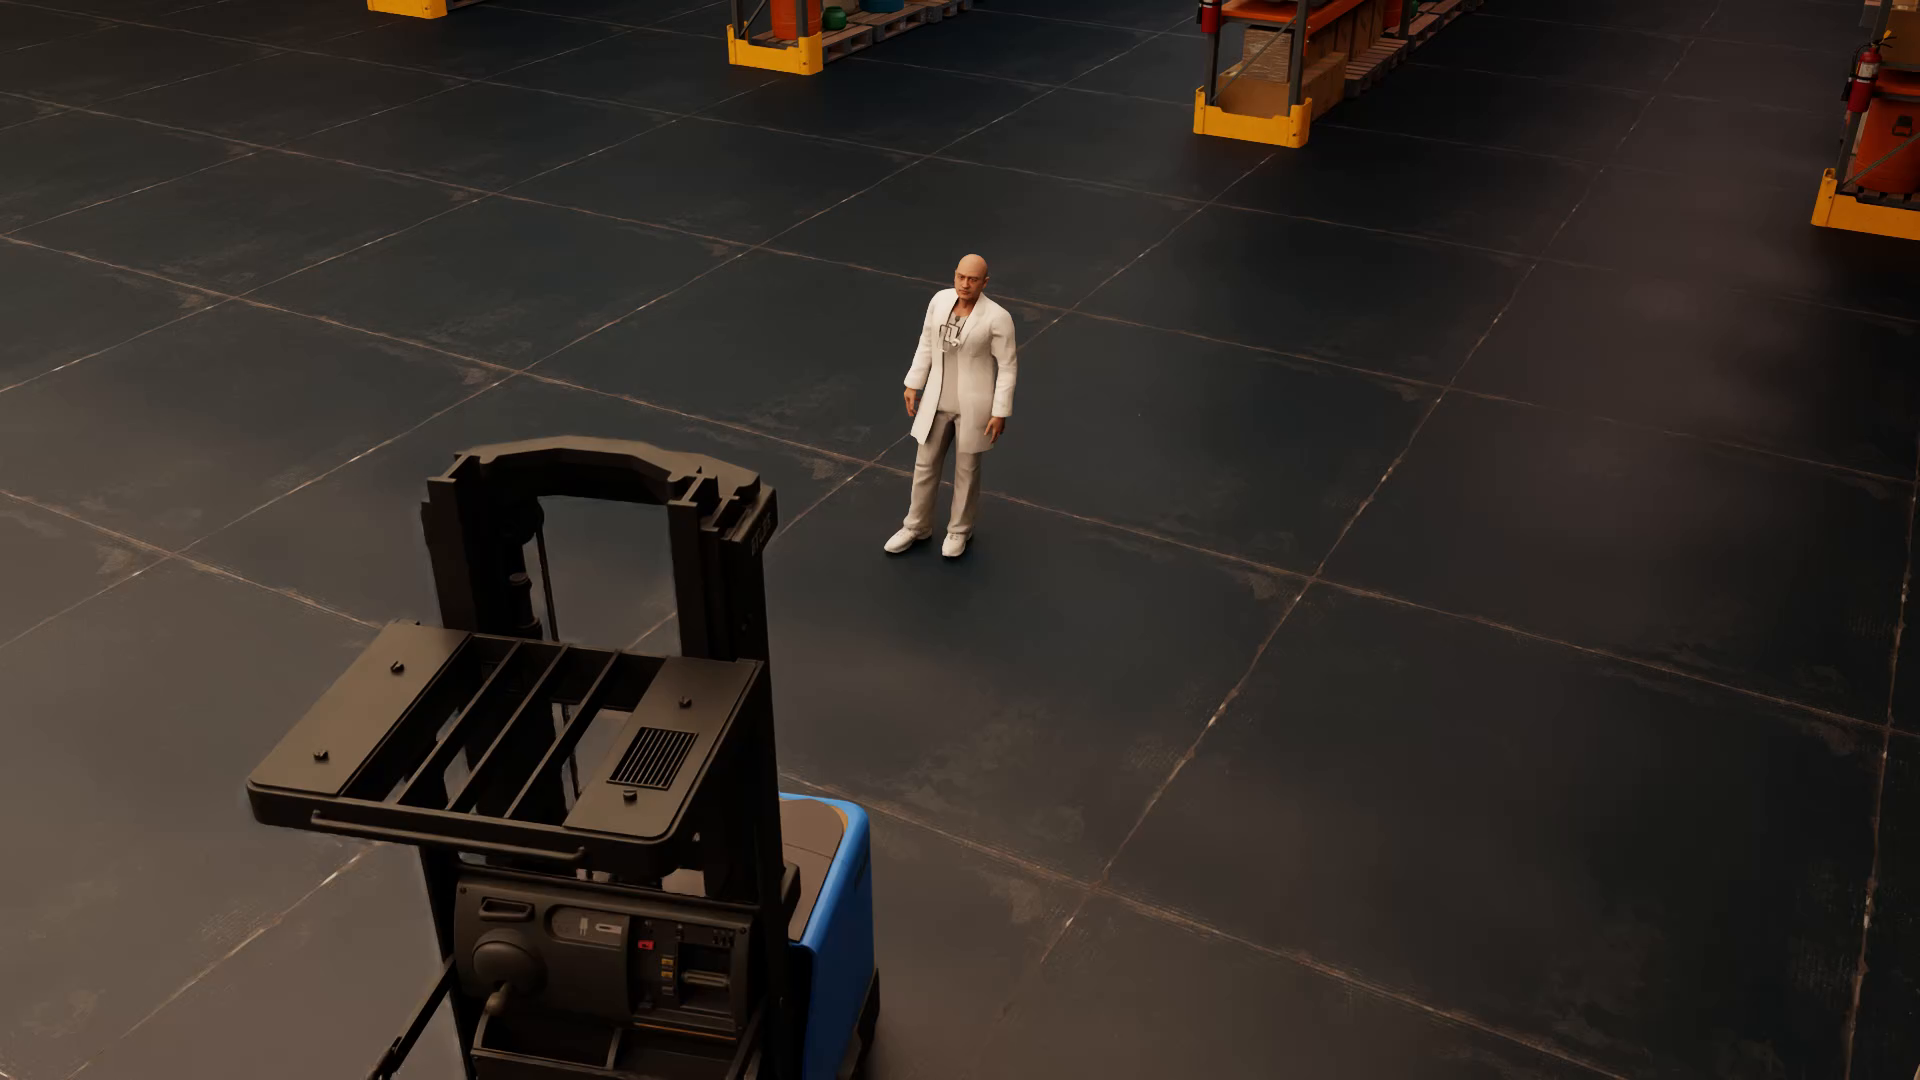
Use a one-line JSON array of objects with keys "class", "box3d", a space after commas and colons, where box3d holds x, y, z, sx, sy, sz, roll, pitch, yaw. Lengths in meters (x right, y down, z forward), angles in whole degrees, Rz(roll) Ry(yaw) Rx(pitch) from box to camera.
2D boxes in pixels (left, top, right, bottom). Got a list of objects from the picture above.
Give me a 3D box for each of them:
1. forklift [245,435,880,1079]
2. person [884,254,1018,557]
[{"class": "forklift", "box3d": [-1.114, 1.309, 4.802, 1.130, 2.935, 3.031, 6, 30, 10]}, {"class": "person", "box3d": [-0.048, -0.738, 9.489, 0.696, 1.775, 0.581, 15, 33, 25]}]
